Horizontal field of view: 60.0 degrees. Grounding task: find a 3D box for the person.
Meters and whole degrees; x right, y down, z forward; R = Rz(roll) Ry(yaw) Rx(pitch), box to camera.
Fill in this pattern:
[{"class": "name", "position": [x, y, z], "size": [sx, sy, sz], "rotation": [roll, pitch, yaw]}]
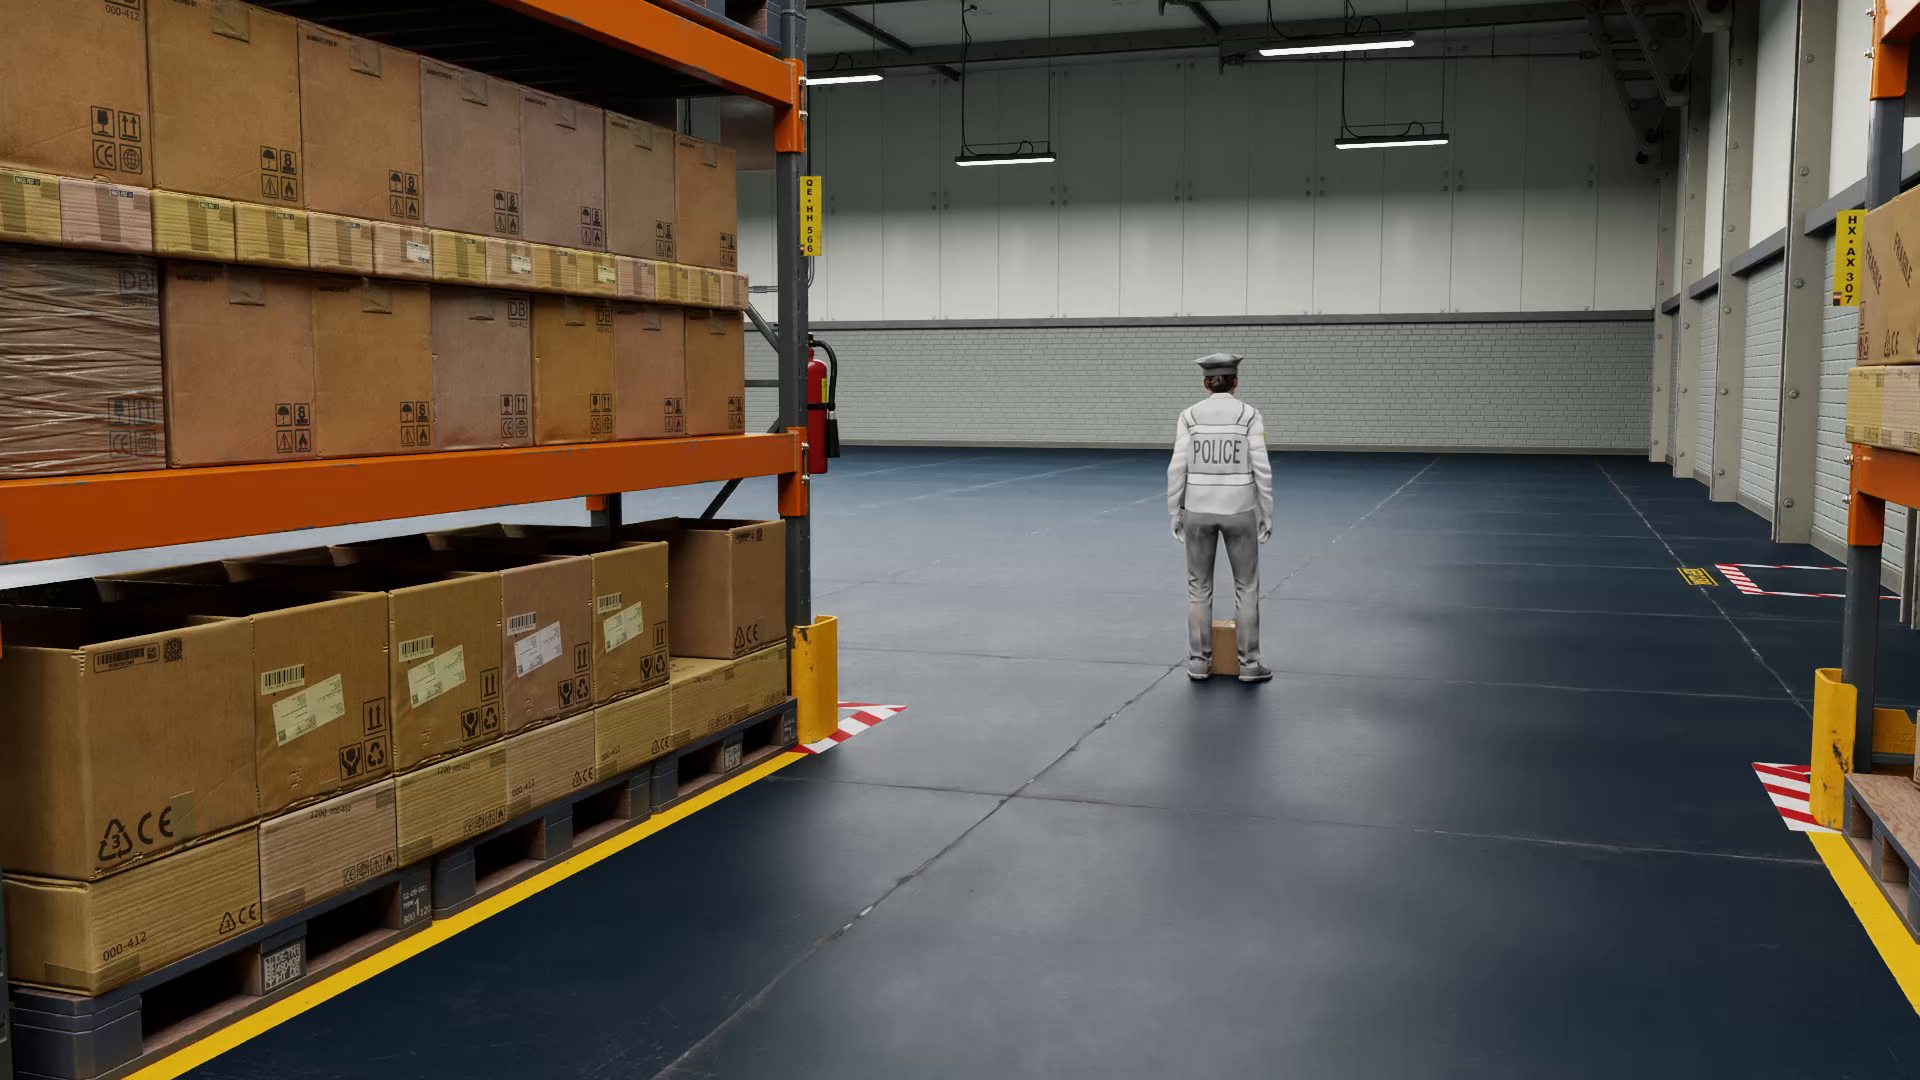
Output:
[{"class": "person", "position": [1.328, -0.116, 8.476], "size": [0.538, 1.663, 0.378], "rotation": [2, 6, 17]}]
